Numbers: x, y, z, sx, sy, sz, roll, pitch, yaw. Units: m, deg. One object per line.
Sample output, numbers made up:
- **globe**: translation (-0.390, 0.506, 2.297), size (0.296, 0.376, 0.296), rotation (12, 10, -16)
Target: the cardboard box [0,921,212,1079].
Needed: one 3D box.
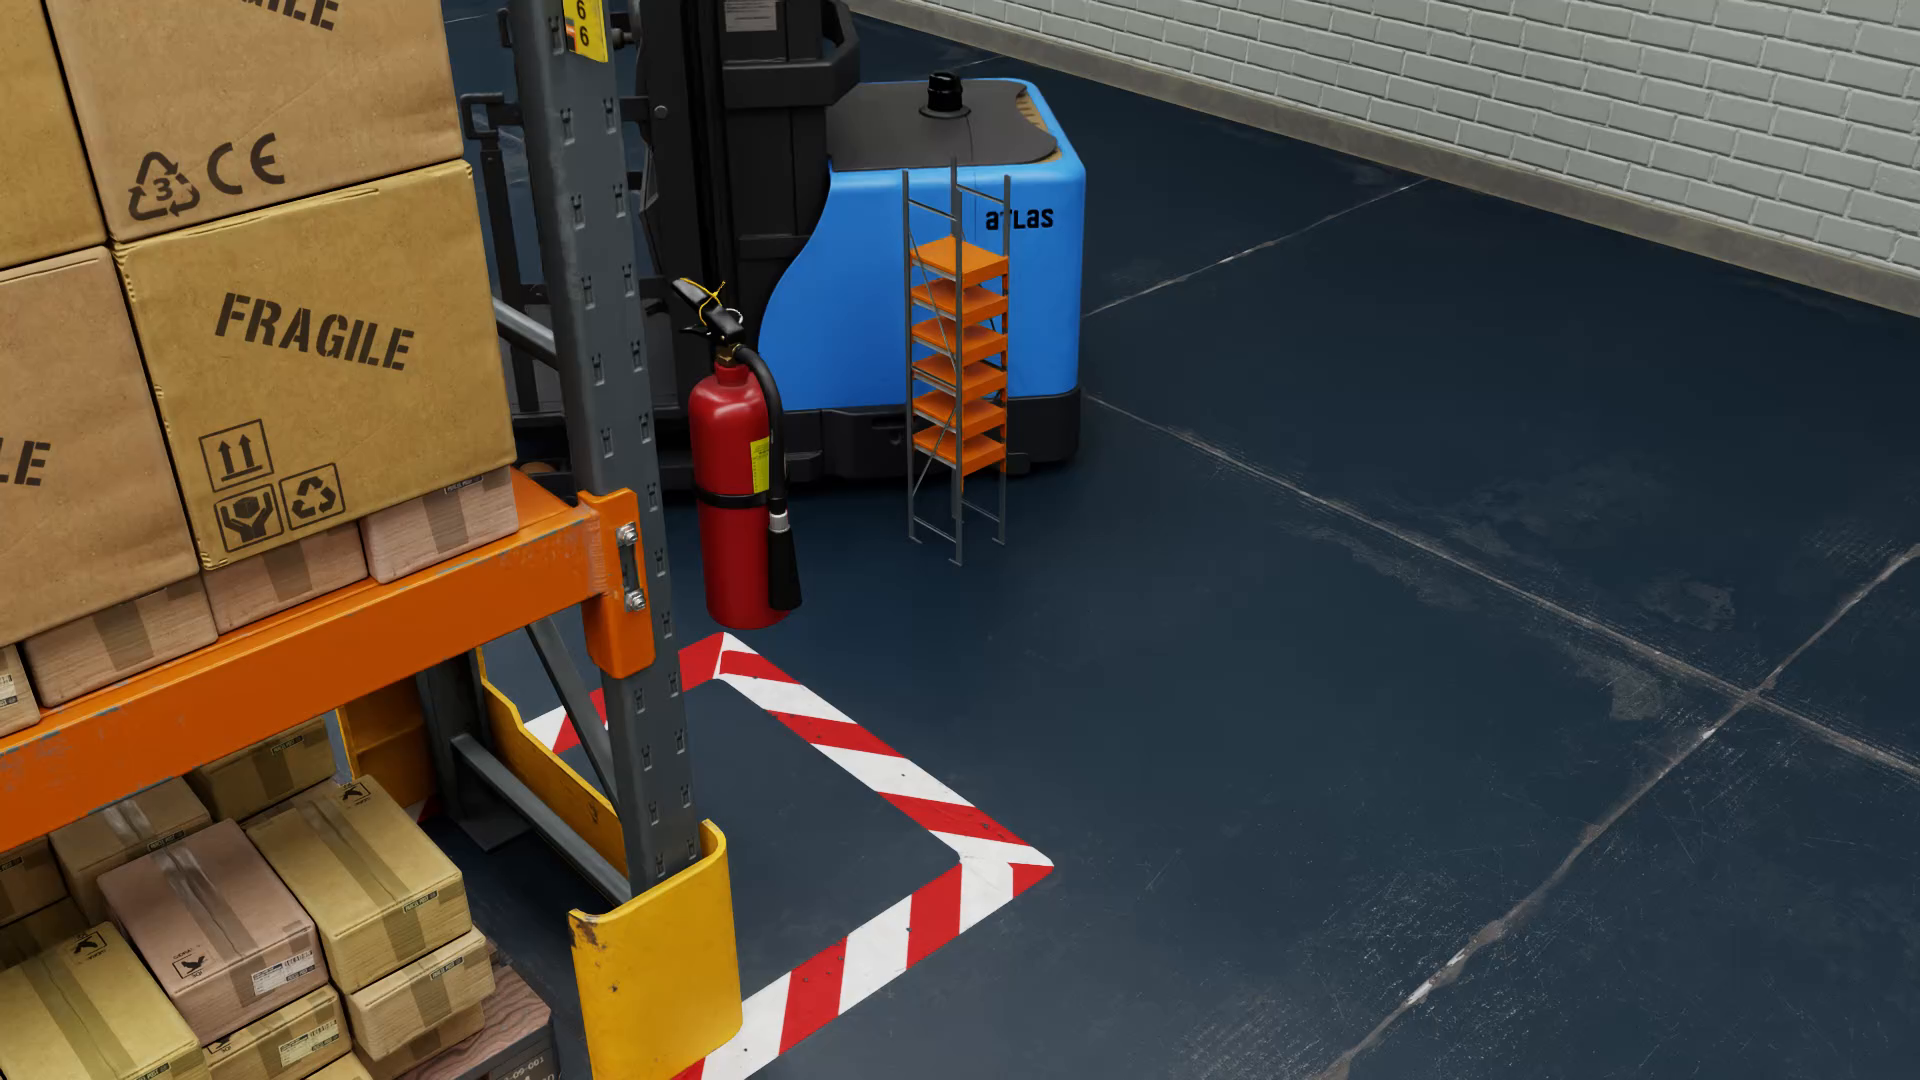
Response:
- **cardboard box**: translation (-1.448, 0.840, 2.760), size (0.250, 0.149, 0.380), rotation (-27, 40, -36)

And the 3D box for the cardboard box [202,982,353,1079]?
- **cardboard box**: translation (-1.327, 0.843, 3.041), size (0.250, 0.149, 0.380), rotation (-27, 40, -36)

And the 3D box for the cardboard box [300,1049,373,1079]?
- **cardboard box**: translation (-1.269, 0.998, 3.072), size (0.250, 0.149, 0.380), rotation (-24, 39, -34)

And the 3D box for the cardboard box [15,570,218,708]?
- **cardboard box**: translation (-1.334, 0.064, 2.511), size (0.250, 0.149, 0.380), rotation (-26, 40, -36)

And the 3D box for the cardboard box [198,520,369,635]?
- **cardboard box**: translation (-1.160, -0.031, 2.665), size (0.250, 0.149, 0.380), rotation (-26, 40, -36)

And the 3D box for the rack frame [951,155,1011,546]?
- **rack frame**: translation (0.056, -0.539, 4.982), size (0.006, 1.200, 0.240), rotation (-26, 40, -35)

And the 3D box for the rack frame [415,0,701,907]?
- **rack frame**: translation (-0.906, -0.435, 3.087), size (0.127, 3.000, 1.000), rotation (-26, 40, -35)

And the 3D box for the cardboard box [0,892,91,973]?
- **cardboard box**: translation (-1.823, 0.759, 3.179), size (0.250, 0.149, 0.380), rotation (-25, 39, -35)

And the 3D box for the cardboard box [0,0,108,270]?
- **cardboard box**: translation (-1.444, -0.594, 2.007), size (0.500, 0.500, 0.500), rotation (-27, 41, -37)

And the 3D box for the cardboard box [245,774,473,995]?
- **cardboard box**: translation (-1.121, 0.633, 3.100), size (0.250, 0.149, 0.380), rotation (-25, 40, -35)

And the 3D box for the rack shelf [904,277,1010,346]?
- **rack shelf**: translation (-0.011, -0.674, 4.827), size (0.180, 0.103, 0.258), rotation (-26, 40, -35)

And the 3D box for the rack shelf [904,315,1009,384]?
- **rack shelf**: translation (-0.011, -0.571, 4.889), size (0.180, 0.103, 0.258), rotation (-26, 40, -35)

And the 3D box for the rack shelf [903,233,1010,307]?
- **rack shelf**: translation (-0.011, -0.776, 4.764), size (0.180, 0.103, 0.258), rotation (-26, 40, -35)

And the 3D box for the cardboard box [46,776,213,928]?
- **cardboard box**: translation (-1.641, 0.548, 3.239), size (0.250, 0.149, 0.380), rotation (-25, 39, -35)

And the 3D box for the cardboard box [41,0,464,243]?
- **cardboard box**: translation (-1.072, -0.774, 2.301), size (0.500, 0.500, 0.500), rotation (-27, 40, -36)

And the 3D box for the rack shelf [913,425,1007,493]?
- **rack shelf**: translation (-0.011, -0.264, 5.077), size (0.180, 0.103, 0.258), rotation (-26, 40, -35)

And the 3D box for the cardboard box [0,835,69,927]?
- **cardboard box**: translation (-1.913, 0.588, 3.173), size (0.250, 0.149, 0.380), rotation (-26, 40, -36)

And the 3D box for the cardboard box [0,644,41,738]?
- **cardboard box**: translation (-1.505, 0.164, 2.348), size (0.250, 0.149, 0.380), rotation (-25, 39, -34)

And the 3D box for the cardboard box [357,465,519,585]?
- **cardboard box**: translation (-0.952, -0.104, 2.786), size (0.250, 0.149, 0.380), rotation (-26, 40, -35)

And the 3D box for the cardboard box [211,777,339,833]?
- **cardboard box**: translation (-1.464, 0.562, 3.500), size (0.250, 0.149, 0.380), rotation (-24, 39, -34)

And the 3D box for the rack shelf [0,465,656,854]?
- **rack shelf**: translation (-2.372, 0.581, 2.114), size (4.000, 0.370, 1.077), rotation (-26, 40, -35)

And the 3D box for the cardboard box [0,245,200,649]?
- **cardboard box**: translation (-1.441, -0.166, 2.266), size (0.500, 0.500, 0.500), rotation (-27, 40, -36)

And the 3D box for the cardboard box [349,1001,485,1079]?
- **cardboard box**: translation (-1.150, 0.868, 3.285), size (0.250, 0.149, 0.380), rotation (-25, 39, -35)

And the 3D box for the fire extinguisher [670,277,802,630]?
- **fire extinguisher**: translation (-0.407, -0.156, 3.062), size (0.183, 0.674, 0.296), rotation (-26, 40, -35)

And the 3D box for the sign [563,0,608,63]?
- **sign**: translation (-0.543, -0.845, 2.343), size (0.005, 0.325, 0.100), rotation (-26, 40, -35)

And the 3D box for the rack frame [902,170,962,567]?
- **rack frame**: translation (-0.078, -0.474, 4.876), size (0.006, 1.200, 0.240), rotation (-26, 40, -35)

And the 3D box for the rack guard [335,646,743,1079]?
- **rack guard**: translation (-0.961, 0.658, 3.695), size (0.348, 0.500, 1.175), rotation (-26, 40, -35)

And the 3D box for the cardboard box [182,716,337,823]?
- **cardboard box**: translation (-1.521, 0.404, 3.474), size (0.380, 0.149, 0.250), rotation (27, 41, 37)

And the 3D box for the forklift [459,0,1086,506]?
- **forklift**: translation (-1.155, -1.627, 5.101), size (3.031, 2.935, 1.130), rotation (-4, 32, -6)

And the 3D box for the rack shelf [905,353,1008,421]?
- **rack shelf**: translation (-0.011, -0.469, 4.952), size (0.180, 0.103, 0.258), rotation (-26, 40, -35)

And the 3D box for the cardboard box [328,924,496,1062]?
- **cardboard box**: translation (-1.099, 0.771, 3.159), size (0.250, 0.149, 0.380), rotation (-27, 41, -37)

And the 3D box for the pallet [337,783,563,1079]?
- **pallet**: translation (-1.581, 1.056, 3.321), size (1.213, 0.211, 1.003), rotation (-26, 40, -35)

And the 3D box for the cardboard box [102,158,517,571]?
- **cardboard box**: translation (-1.060, -0.347, 2.561), size (0.500, 0.500, 0.500), rotation (-25, 39, -35)

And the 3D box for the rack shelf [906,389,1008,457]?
- **rack shelf**: translation (-0.011, -0.366, 5.014), size (0.180, 0.103, 0.258), rotation (-26, 40, -35)

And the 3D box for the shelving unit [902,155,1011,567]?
- **shelving unit**: translation (-0.011, -0.507, 4.929), size (0.189, 1.200, 0.258), rotation (-26, 40, -35)

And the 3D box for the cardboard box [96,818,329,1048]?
- **cardboard box**: translation (-1.345, 0.700, 2.990), size (0.250, 0.149, 0.380), rotation (-25, 39, -35)
